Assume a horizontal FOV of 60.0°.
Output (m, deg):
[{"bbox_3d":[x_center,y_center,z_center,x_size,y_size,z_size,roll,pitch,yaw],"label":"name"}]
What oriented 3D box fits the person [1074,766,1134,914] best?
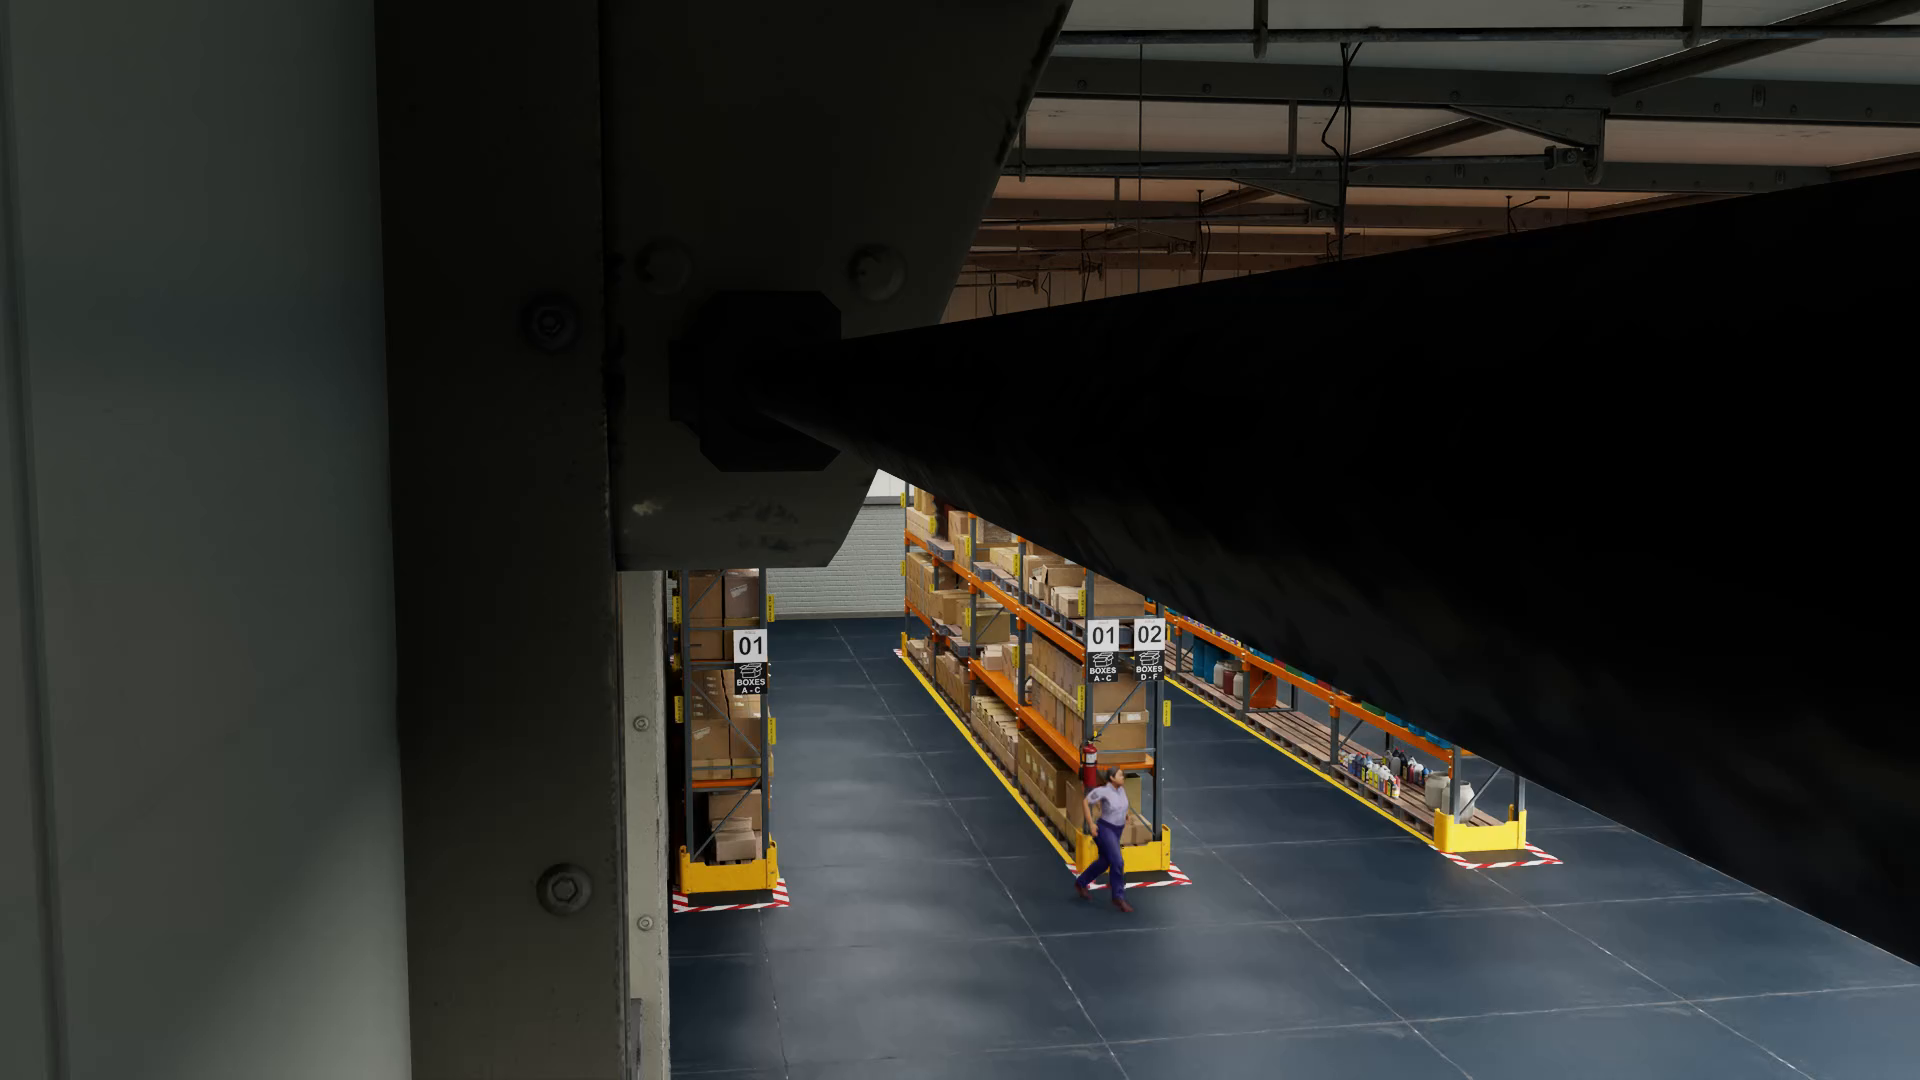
[{"bbox_3d":[1.786,3.487,19.672,0.862,1.634,0.635,4,7,35],"label":"person"}]
